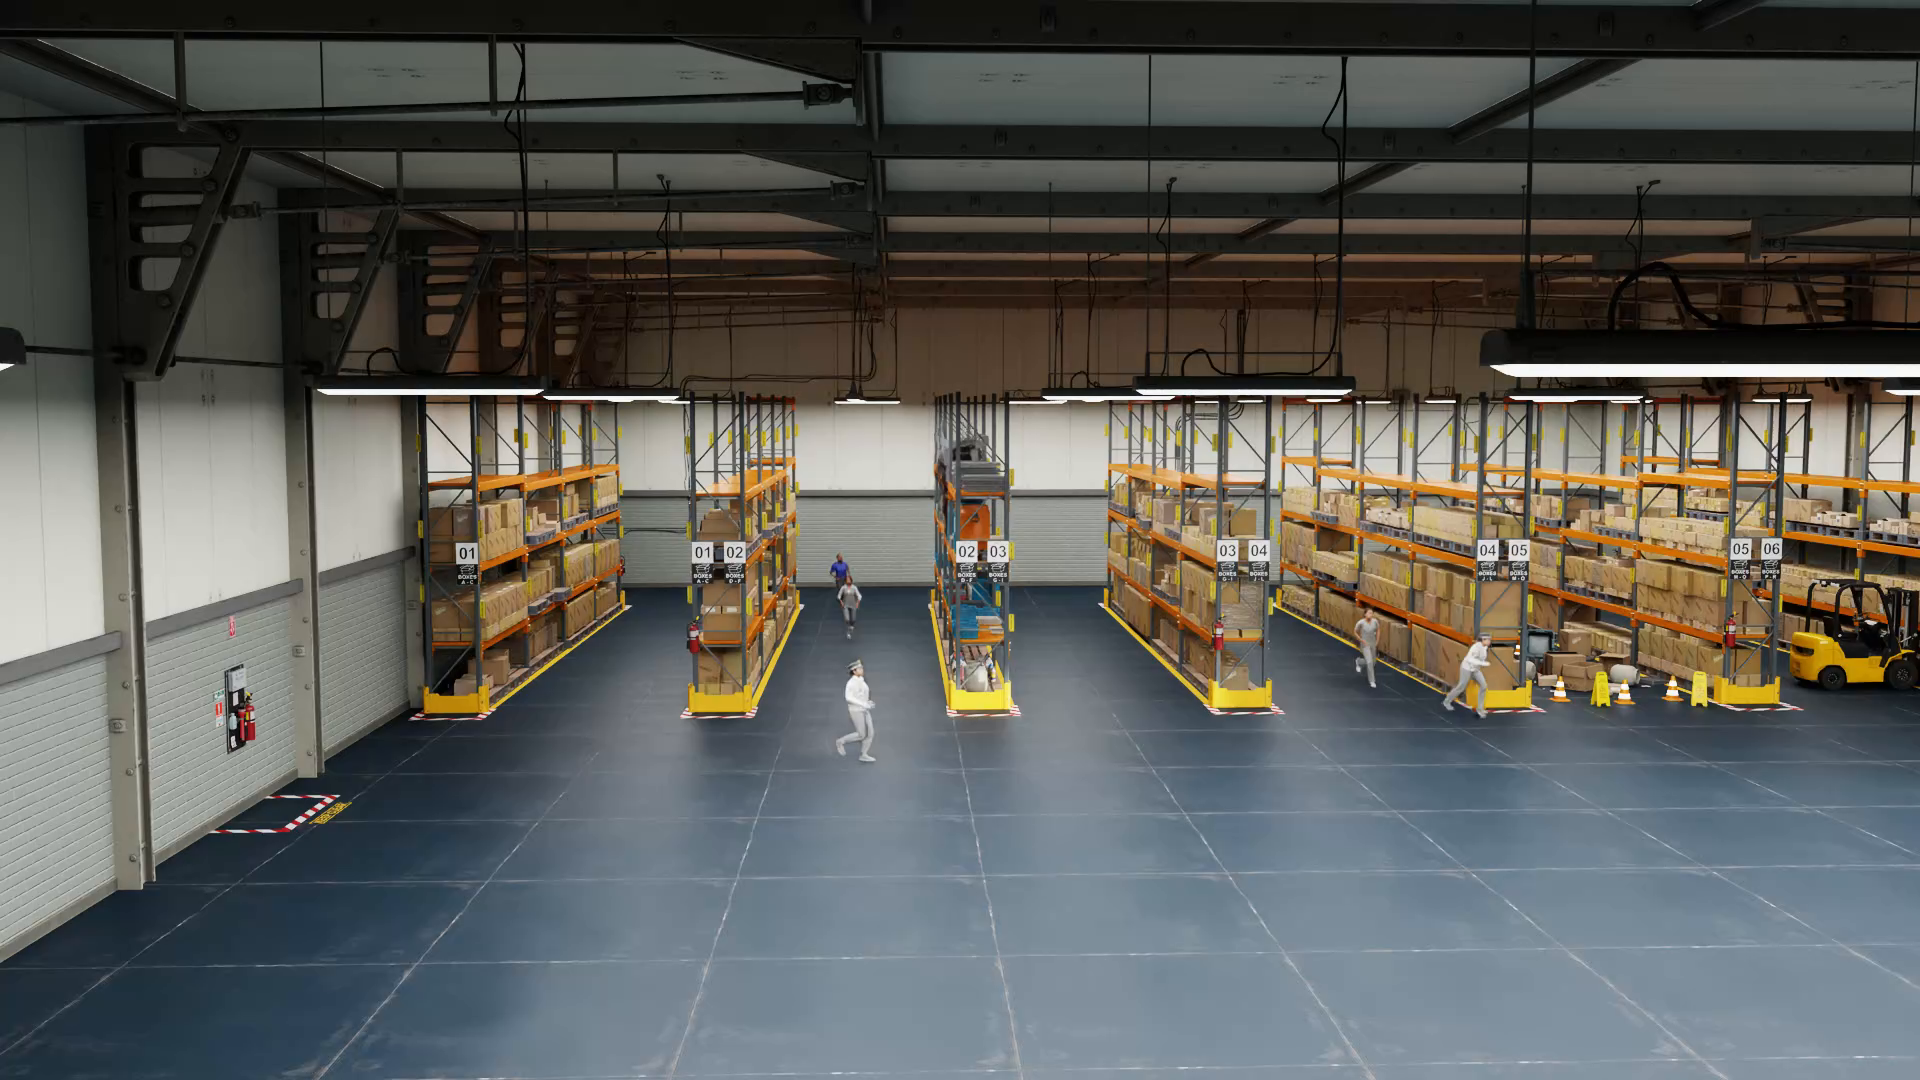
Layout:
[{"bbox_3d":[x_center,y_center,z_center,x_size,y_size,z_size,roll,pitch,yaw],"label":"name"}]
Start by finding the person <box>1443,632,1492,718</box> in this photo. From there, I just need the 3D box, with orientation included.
[{"bbox_3d":[9.443,2.482,30.911,0.655,1.630,0.948,-4,6,-44],"label":"person"}]

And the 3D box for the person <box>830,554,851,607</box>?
[{"bbox_3d":[-3.353,1.175,46.941,0.601,1.593,0.607,-2,5,-28],"label":"person"}]

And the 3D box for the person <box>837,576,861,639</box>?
[{"bbox_3d":[-2.746,1.651,41.143,0.583,1.553,0.594,-1,5,-7],"label":"person"}]

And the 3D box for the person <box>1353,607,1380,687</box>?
[{"bbox_3d":[8.366,2.188,34.304,0.576,1.648,0.803,-1,5,-14],"label":"person"}]

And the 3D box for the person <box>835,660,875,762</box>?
[{"bbox_3d":[-1.672,2.746,26.839,0.652,1.650,0.620,1,5,18],"label":"person"}]
